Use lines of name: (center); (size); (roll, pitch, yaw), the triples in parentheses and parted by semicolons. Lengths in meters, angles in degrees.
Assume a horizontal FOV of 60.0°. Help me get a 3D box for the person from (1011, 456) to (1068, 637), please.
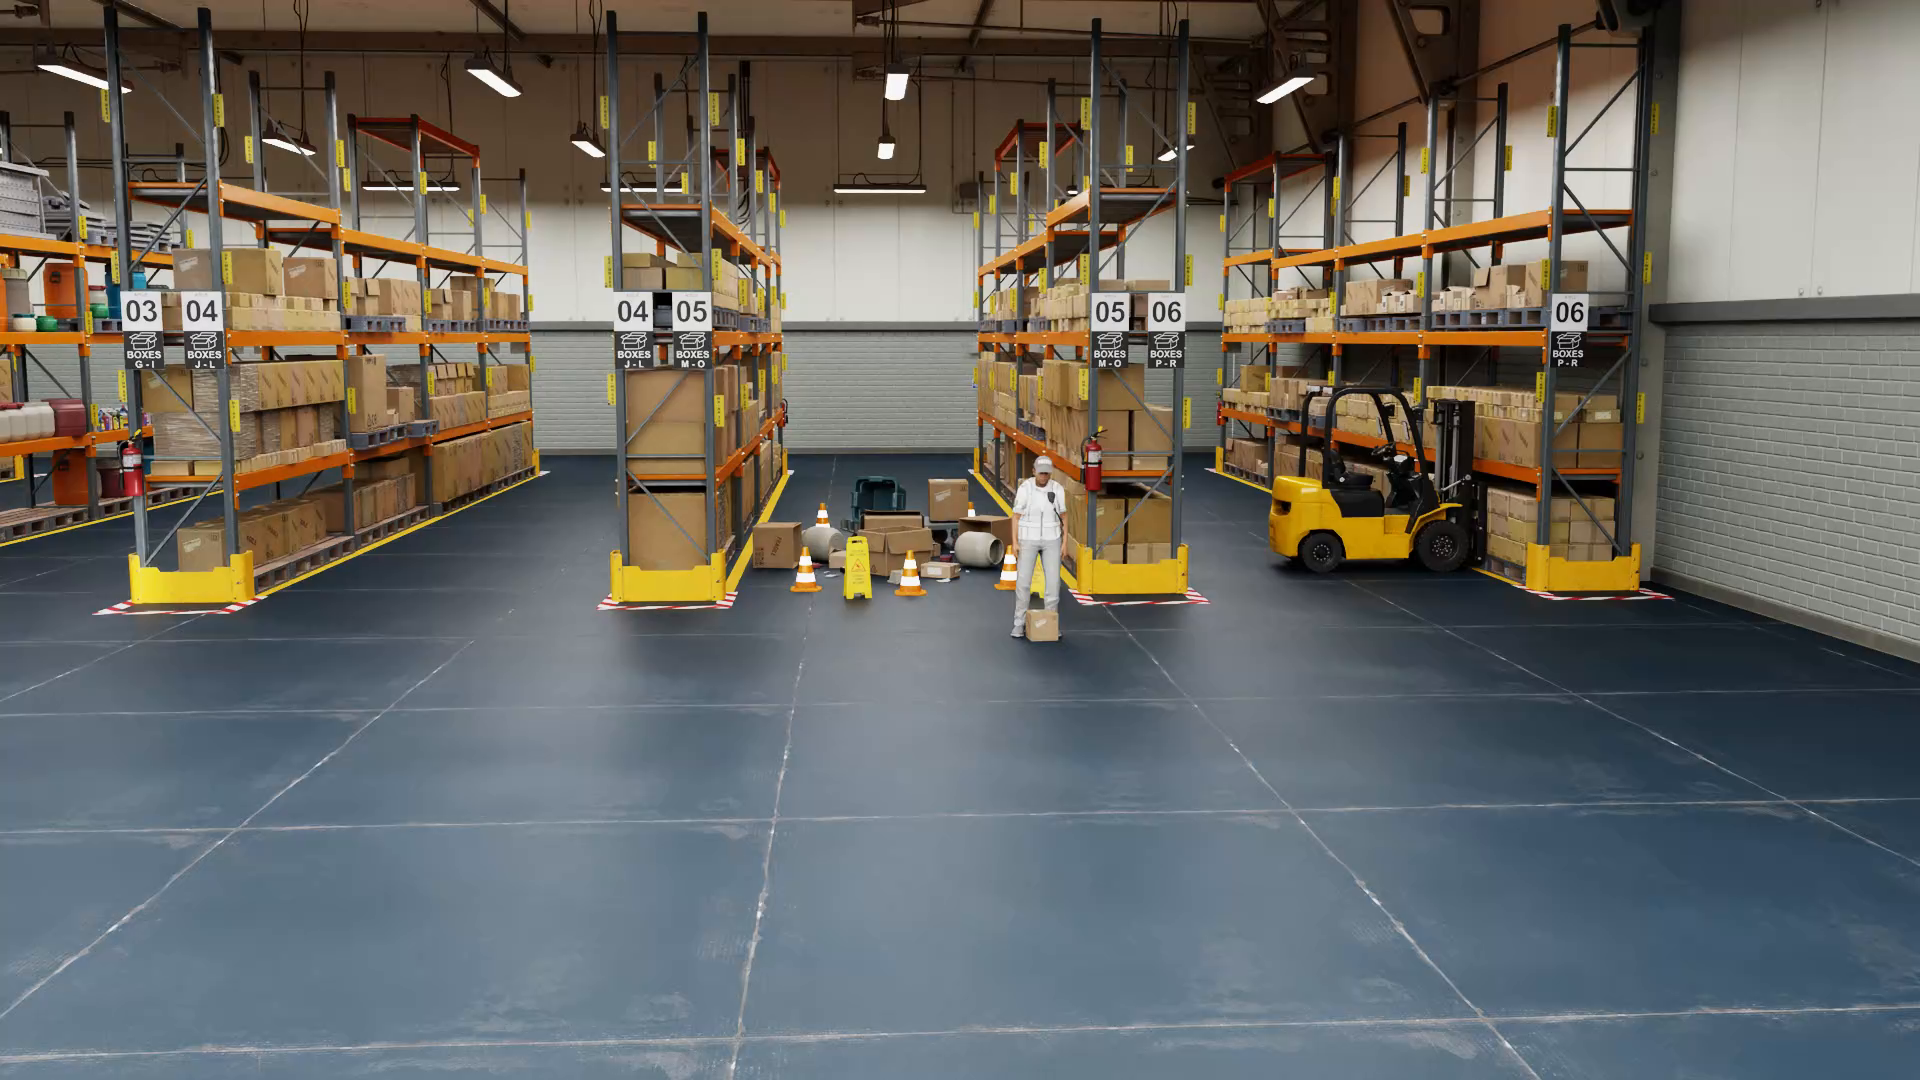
person: (0.732, 0.049, 15.320); (0.537, 1.666, 0.467); (0, 7, -3)
